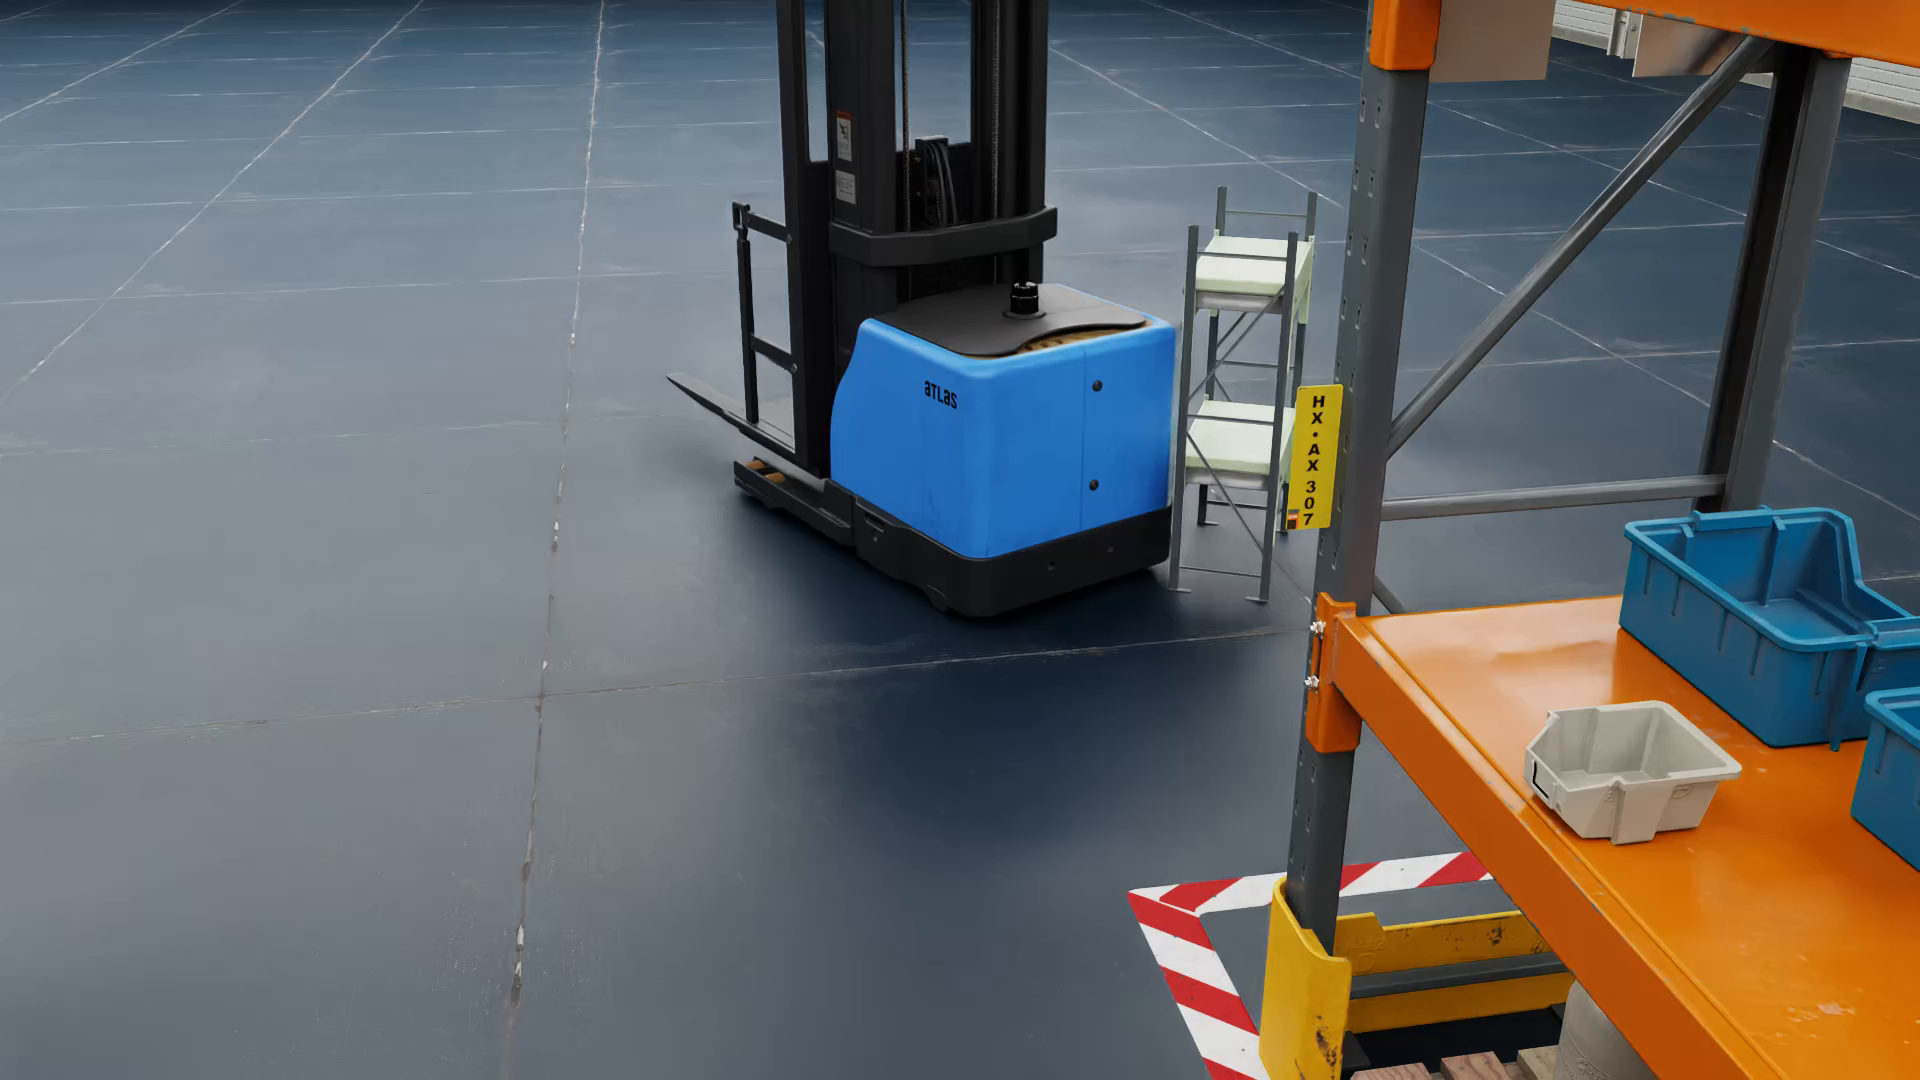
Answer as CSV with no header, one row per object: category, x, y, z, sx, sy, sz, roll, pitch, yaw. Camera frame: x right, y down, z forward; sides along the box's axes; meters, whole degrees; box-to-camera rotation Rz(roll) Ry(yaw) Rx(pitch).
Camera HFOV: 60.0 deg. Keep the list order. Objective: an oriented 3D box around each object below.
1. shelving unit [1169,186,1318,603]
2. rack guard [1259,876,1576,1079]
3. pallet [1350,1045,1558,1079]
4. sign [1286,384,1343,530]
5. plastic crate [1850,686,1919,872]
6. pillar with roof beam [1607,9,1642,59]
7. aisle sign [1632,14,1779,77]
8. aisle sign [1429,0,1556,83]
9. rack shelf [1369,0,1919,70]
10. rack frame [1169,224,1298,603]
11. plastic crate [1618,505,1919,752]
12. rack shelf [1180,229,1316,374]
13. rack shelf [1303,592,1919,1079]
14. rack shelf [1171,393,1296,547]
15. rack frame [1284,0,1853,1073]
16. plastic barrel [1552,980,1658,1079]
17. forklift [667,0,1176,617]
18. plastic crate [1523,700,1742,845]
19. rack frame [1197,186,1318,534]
shelving unit,1.149,-0.602,6.754,0.431,1.500,0.755,7,24,15
rack guard,1.359,1.086,4.140,1.175,0.500,0.348,-4,24,-10
pallet,1.504,1.538,3.465,1.003,0.211,1.213,-4,24,-10
sign,0.757,-0.174,3.555,0.100,0.325,0.005,-4,24,-10
plastic crate,1.799,0.412,2.744,0.499,0.251,0.408,-4,24,-10
pillar with roof beam,4.455,-10.119,19.176,9.100,9.000,0.400,-4,24,-10
aisle sign,1.577,-1.328,3.295,0.394,0.787,0.004,-4,24,-10
aisle sign,0.997,-1.284,3.195,0.394,0.787,0.004,-4,24,-10
rack shelf,1.668,-0.345,1.442,1.077,0.370,4.000,-4,24,-10
rack frame,1.045,-0.461,6.432,0.400,1.500,0.023,7,24,15
plastic crate,1.685,0.157,3.330,0.499,0.251,0.616,-4,24,-10
rack shelf,1.149,-0.959,6.598,0.431,0.370,0.720,7,24,15
rack shelf,1.668,1.030,2.043,1.077,0.370,4.000,-4,24,-10
rack shelf,1.149,-0.303,6.884,0.431,0.370,0.720,7,24,15
rack frame,1.298,-0.086,3.700,1.000,3.000,0.127,-4,24,-10
plastic barrel,1.495,1.115,3.534,0.421,0.512,0.421,0,24,0
forklift,-0.388,-1.580,7.207,1.130,2.935,3.031,-16,28,-32
plastic crate,1.148,0.410,2.892,0.298,0.136,0.250,-4,24,-10
rack frame,1.253,-0.742,7.075,0.400,1.500,0.023,7,24,15
